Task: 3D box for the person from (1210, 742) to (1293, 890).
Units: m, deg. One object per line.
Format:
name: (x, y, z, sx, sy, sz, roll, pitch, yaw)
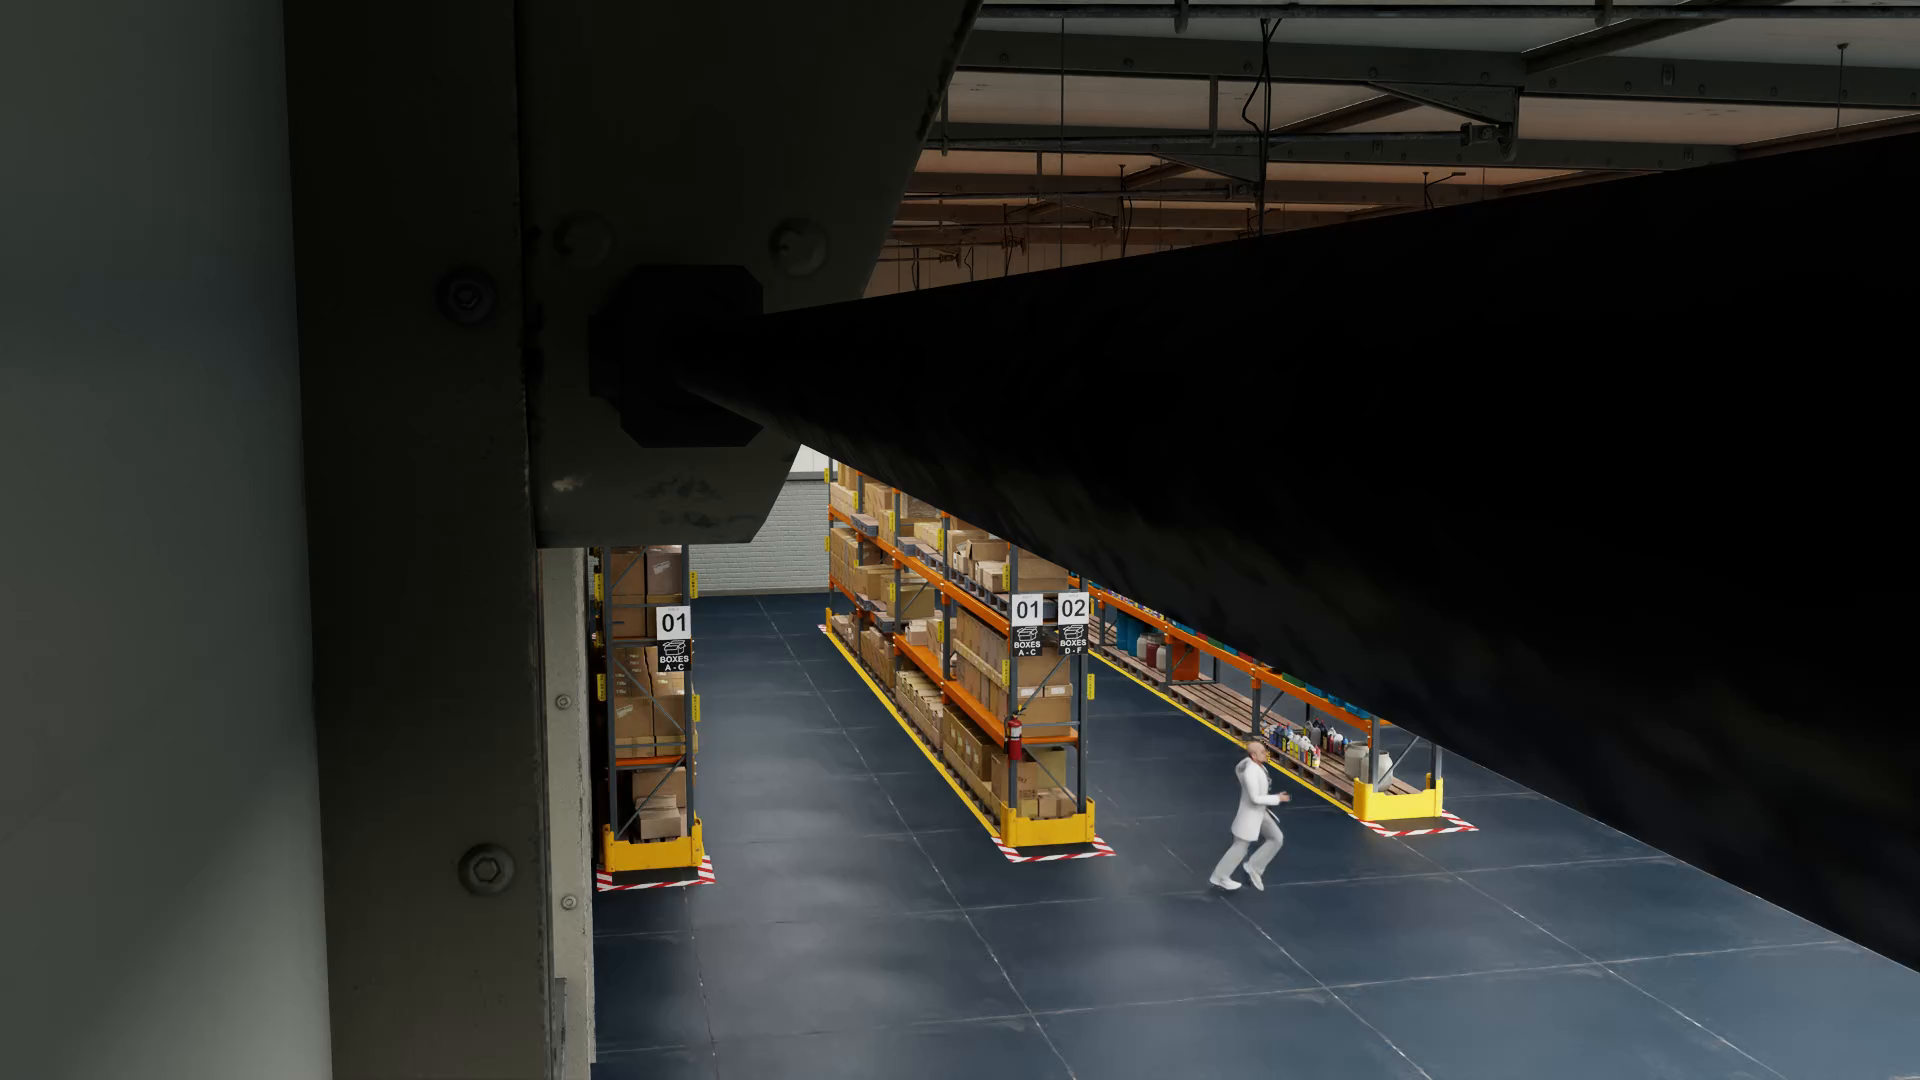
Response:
person: (3.375, 3.181, 19.166, 0.931, 1.770, 0.729, 3, 7, 22)
